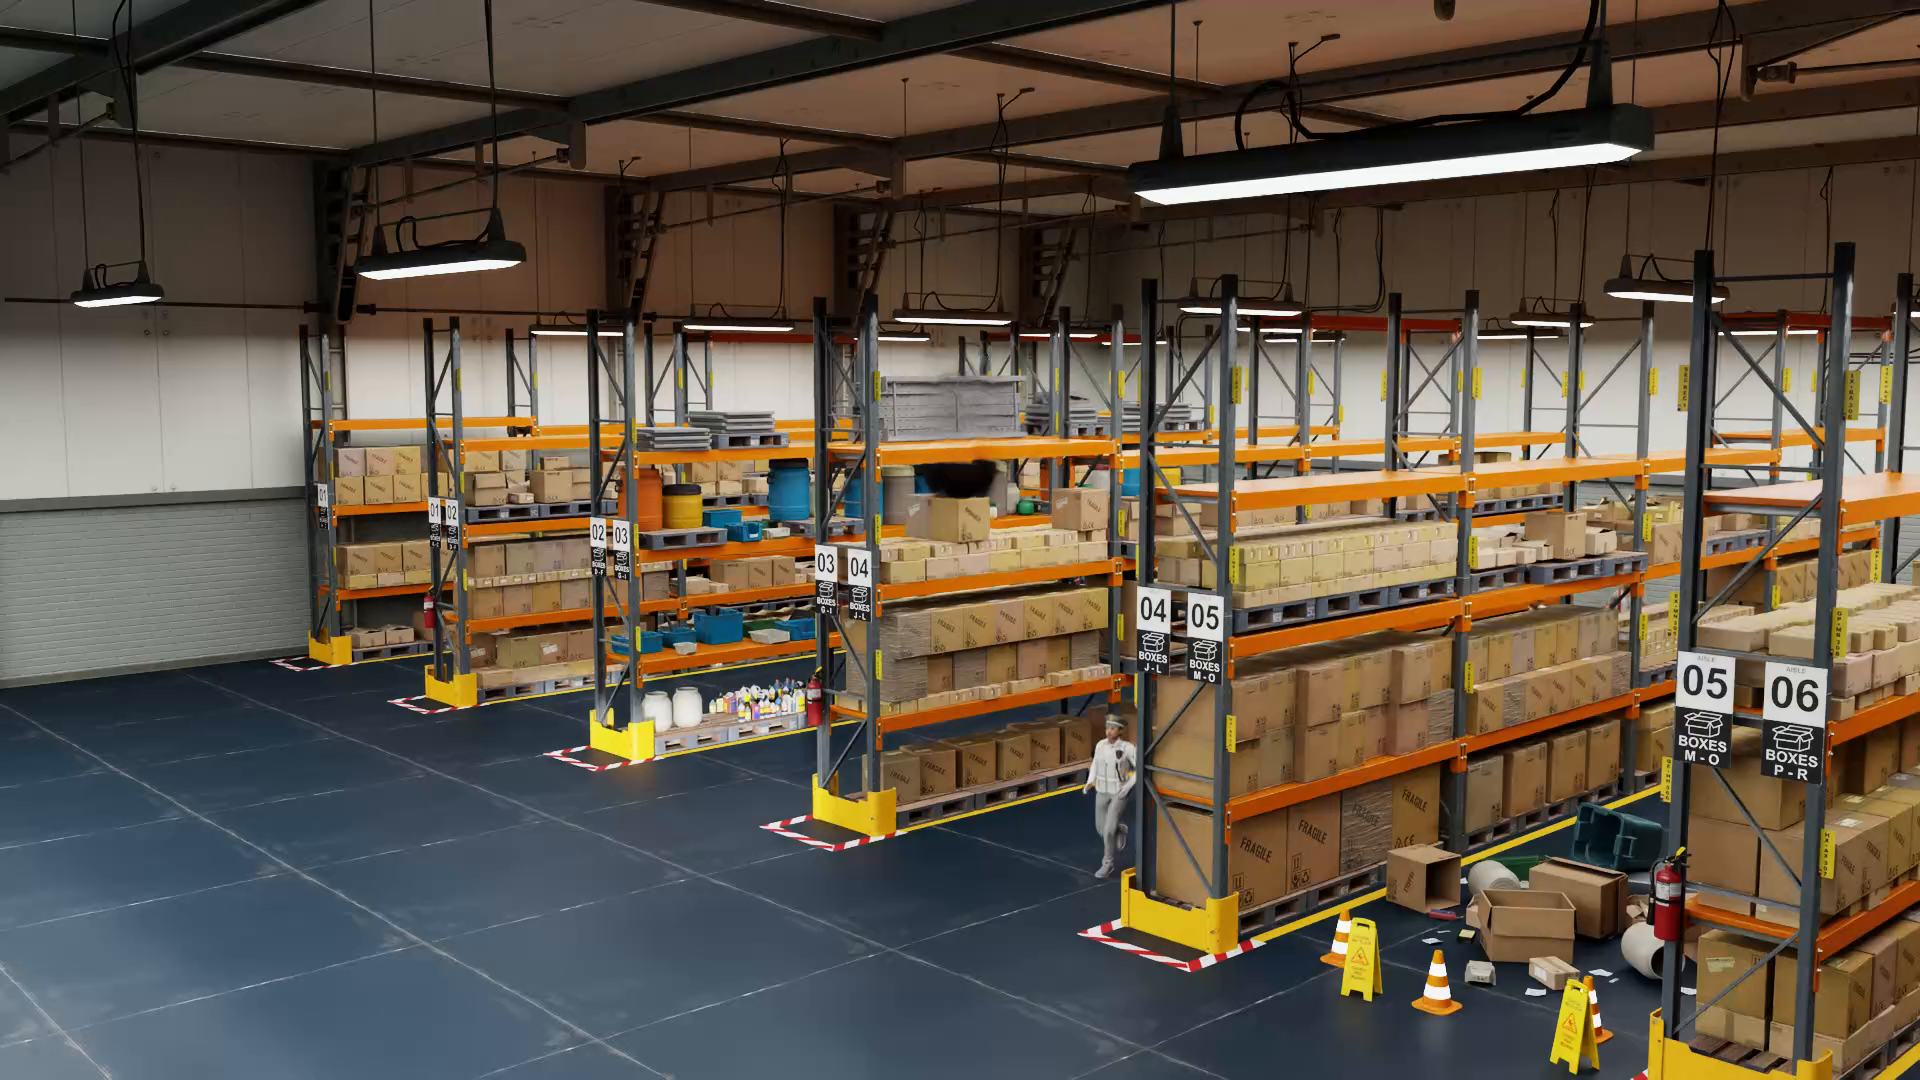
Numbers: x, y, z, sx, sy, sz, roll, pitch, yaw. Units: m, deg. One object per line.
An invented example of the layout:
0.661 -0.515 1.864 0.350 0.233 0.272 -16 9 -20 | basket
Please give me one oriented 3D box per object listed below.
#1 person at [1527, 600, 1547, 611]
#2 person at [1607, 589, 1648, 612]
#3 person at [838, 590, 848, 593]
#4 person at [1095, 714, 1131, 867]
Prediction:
9.417 1.653 26.889 0.901 1.668 0.599 -5 8 -41 | person
11.374 1.457 28.344 0.650 1.254 0.378 1 6 14 | person
-2.262 0.812 34.417 0.674 1.603 0.680 5 8 42 | person
1.623 2.576 17.226 0.373 1.598 0.566 4 7 35 | person
